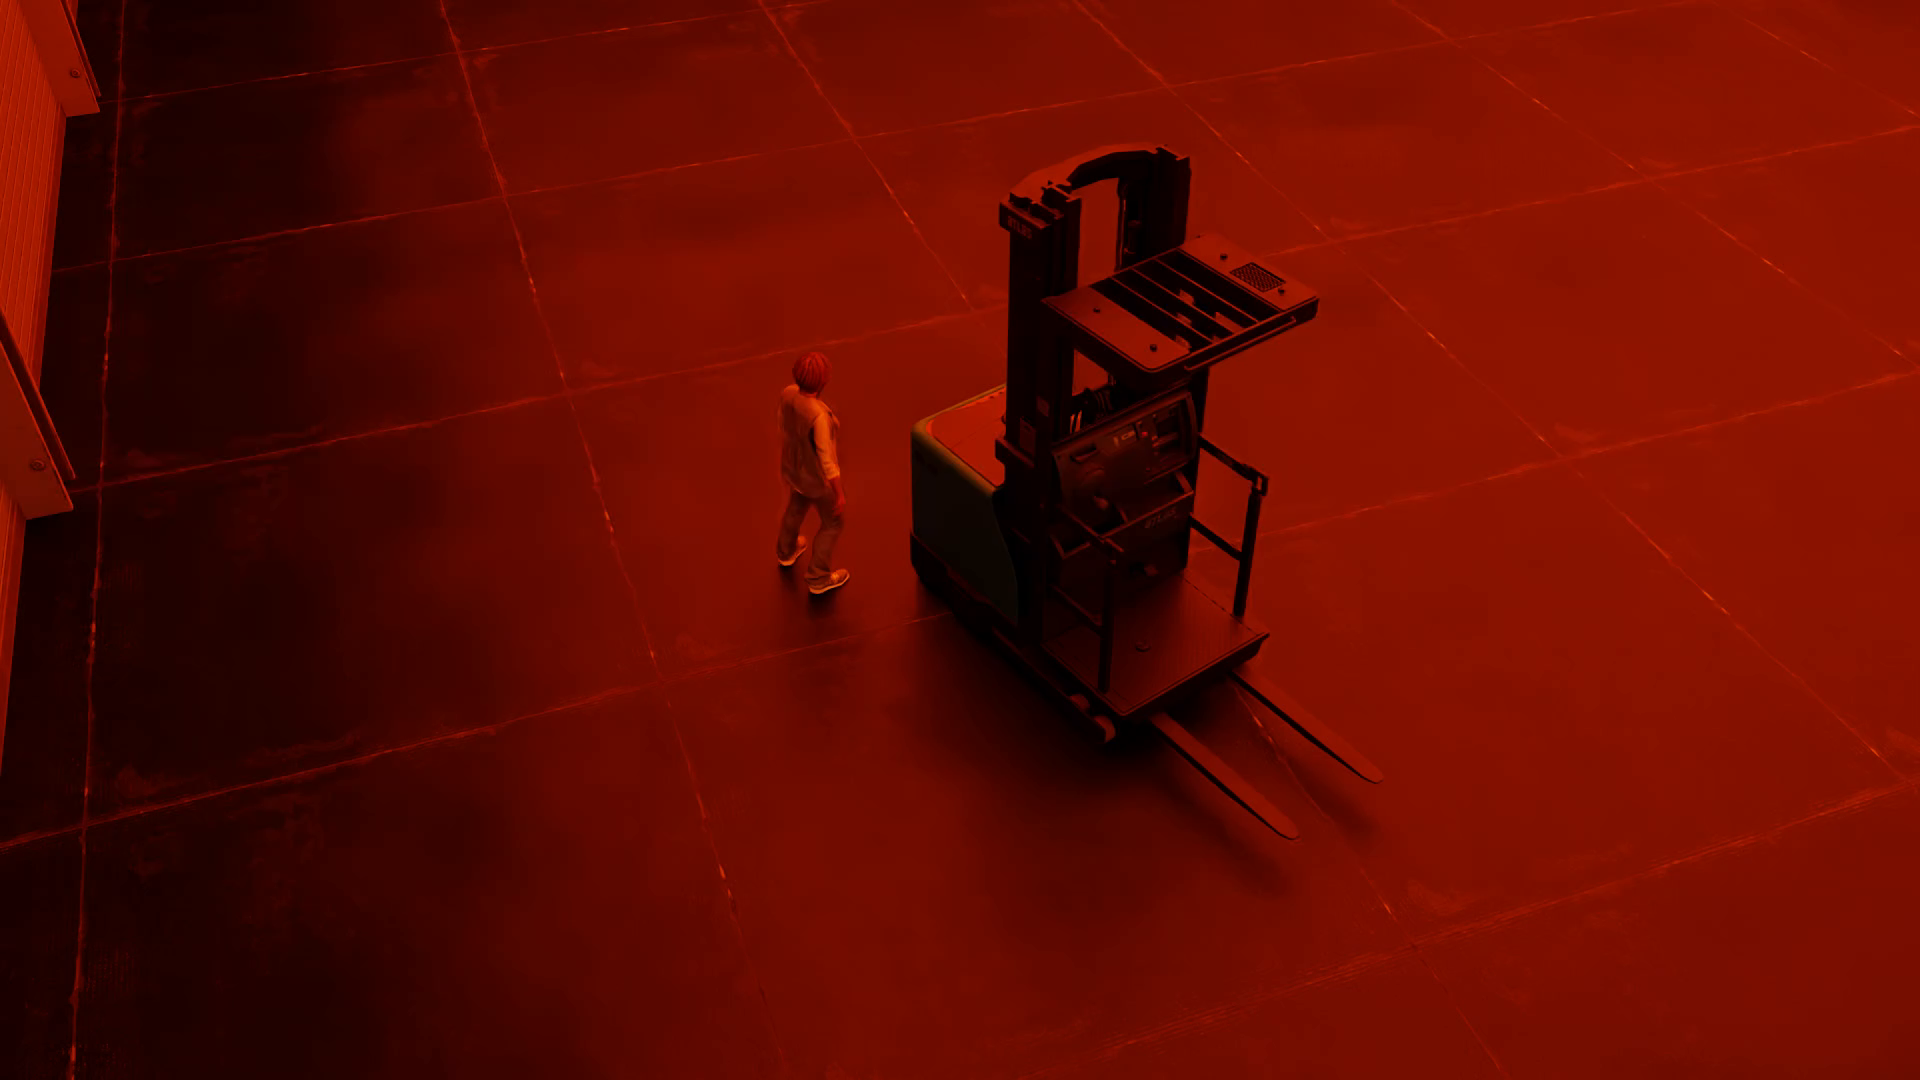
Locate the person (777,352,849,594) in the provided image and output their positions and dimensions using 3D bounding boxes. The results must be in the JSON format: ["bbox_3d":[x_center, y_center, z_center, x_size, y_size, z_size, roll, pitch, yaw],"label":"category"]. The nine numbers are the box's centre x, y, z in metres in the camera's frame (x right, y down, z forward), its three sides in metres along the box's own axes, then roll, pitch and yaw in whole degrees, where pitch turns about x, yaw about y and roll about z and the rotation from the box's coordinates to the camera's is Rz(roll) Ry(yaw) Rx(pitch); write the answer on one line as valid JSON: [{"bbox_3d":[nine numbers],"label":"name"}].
[{"bbox_3d":[-0.857,-0.384,9.525,0.316,1.556,0.653,-27,47,-29],"label":"person"}]

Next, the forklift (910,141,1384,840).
[{"bbox_3d":[0.990,-0.383,8.453,1.130,2.935,3.031,-26,46,-27],"label":"forklift"}]
